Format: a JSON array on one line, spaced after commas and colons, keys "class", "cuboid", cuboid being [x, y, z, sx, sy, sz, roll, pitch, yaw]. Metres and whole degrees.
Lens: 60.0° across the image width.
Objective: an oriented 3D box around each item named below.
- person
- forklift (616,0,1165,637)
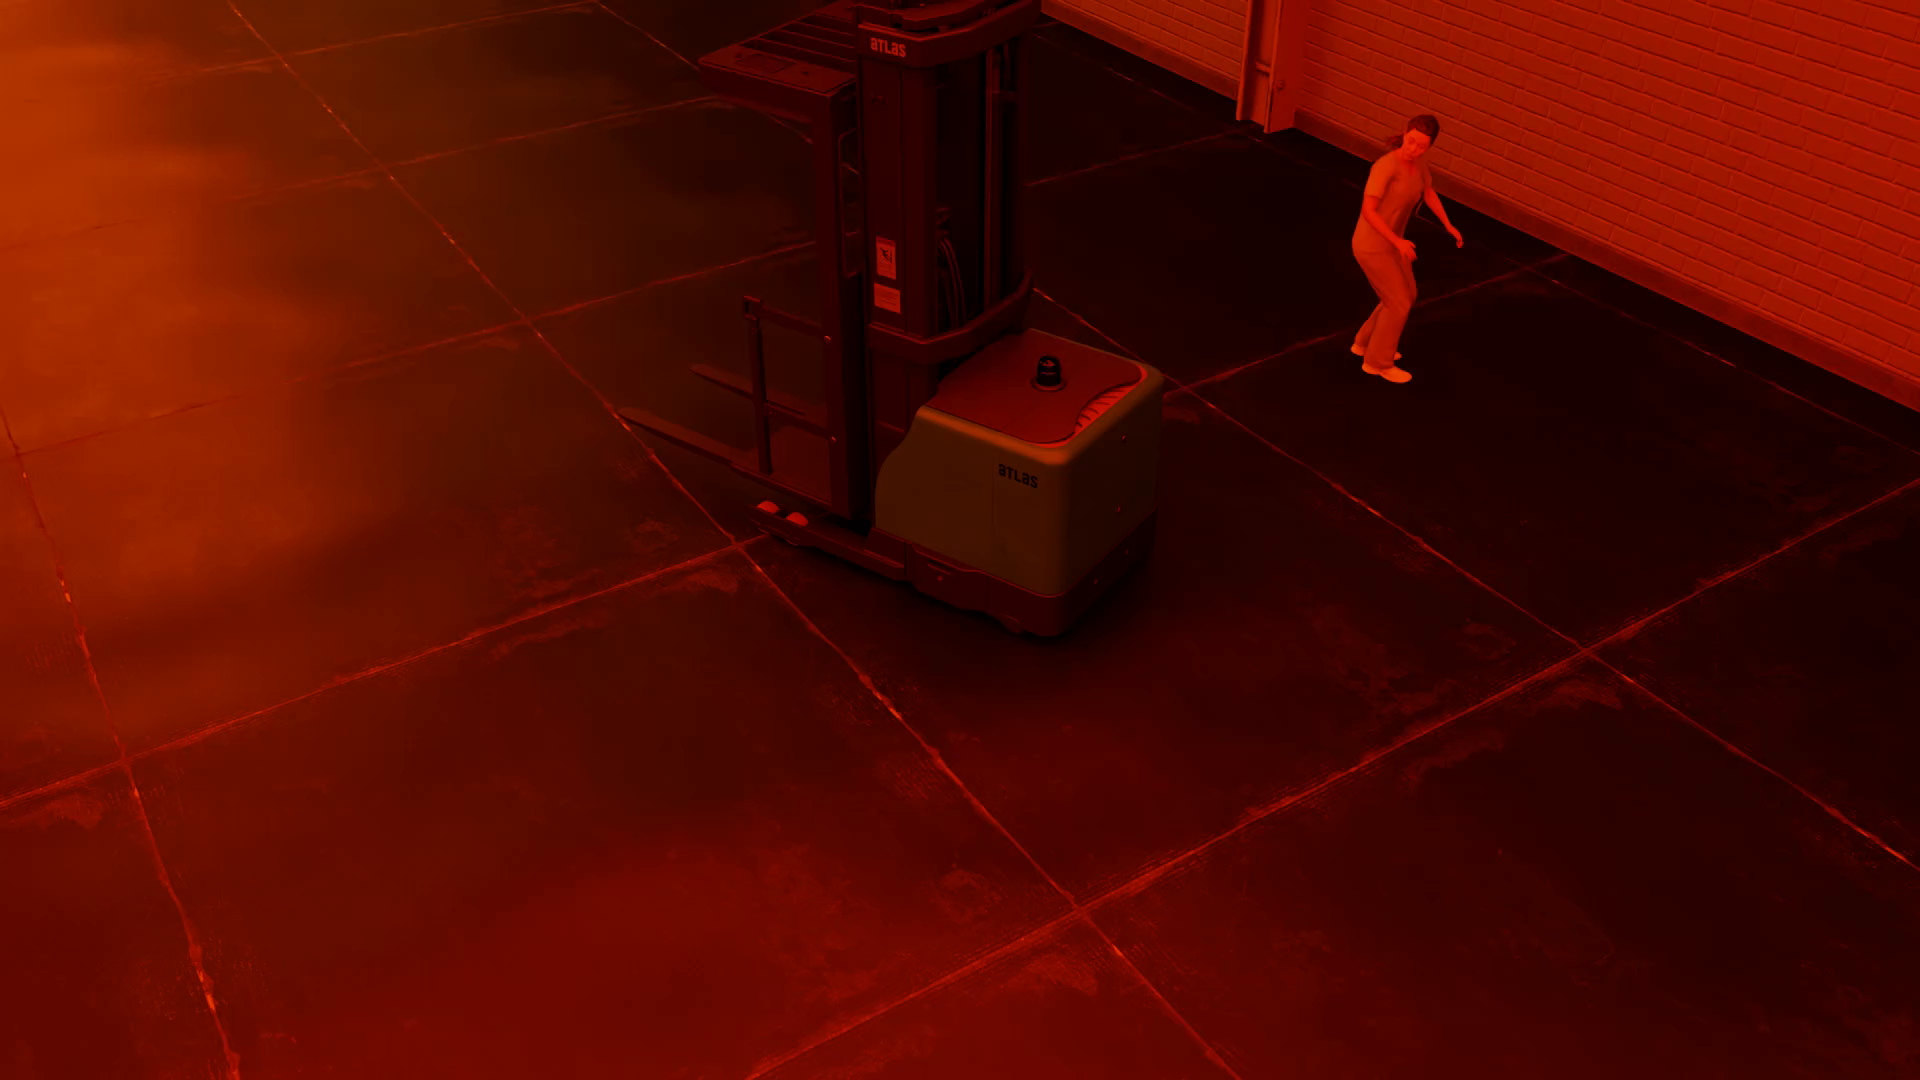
[{"class": "person", "cuboid": [2.556, -1.785, 9.784, 0.369, 1.673, 0.439, 29, 44, 34]}, {"class": "forklift", "cuboid": [-0.500, -1.399, 8.138, 3.031, 2.935, 1.130, 22, 41, 28]}]
